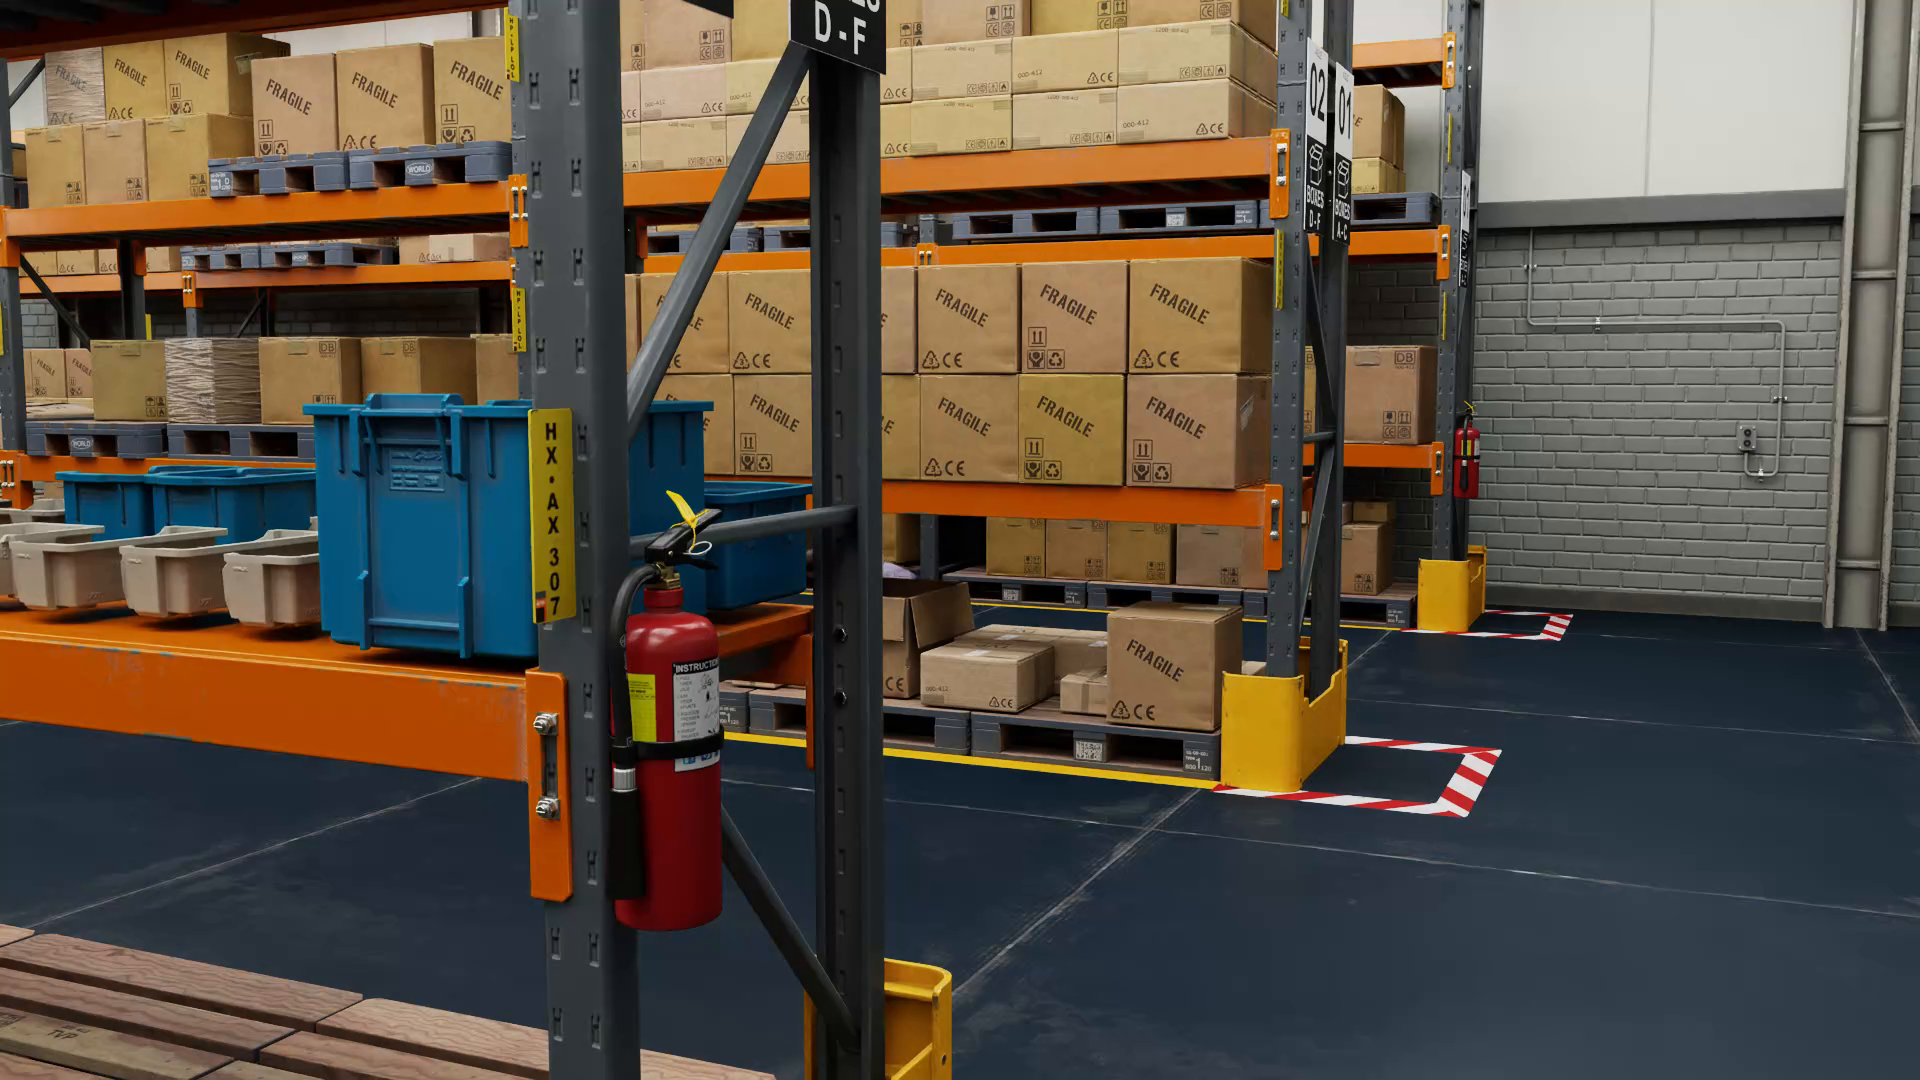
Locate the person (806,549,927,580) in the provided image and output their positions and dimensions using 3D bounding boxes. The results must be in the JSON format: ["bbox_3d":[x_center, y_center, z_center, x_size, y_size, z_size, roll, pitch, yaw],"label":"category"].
[{"bbox_3d":[-0.575,0.440,10.298,0.866,0.785,0.517,2,6,22],"label":"person"}]
